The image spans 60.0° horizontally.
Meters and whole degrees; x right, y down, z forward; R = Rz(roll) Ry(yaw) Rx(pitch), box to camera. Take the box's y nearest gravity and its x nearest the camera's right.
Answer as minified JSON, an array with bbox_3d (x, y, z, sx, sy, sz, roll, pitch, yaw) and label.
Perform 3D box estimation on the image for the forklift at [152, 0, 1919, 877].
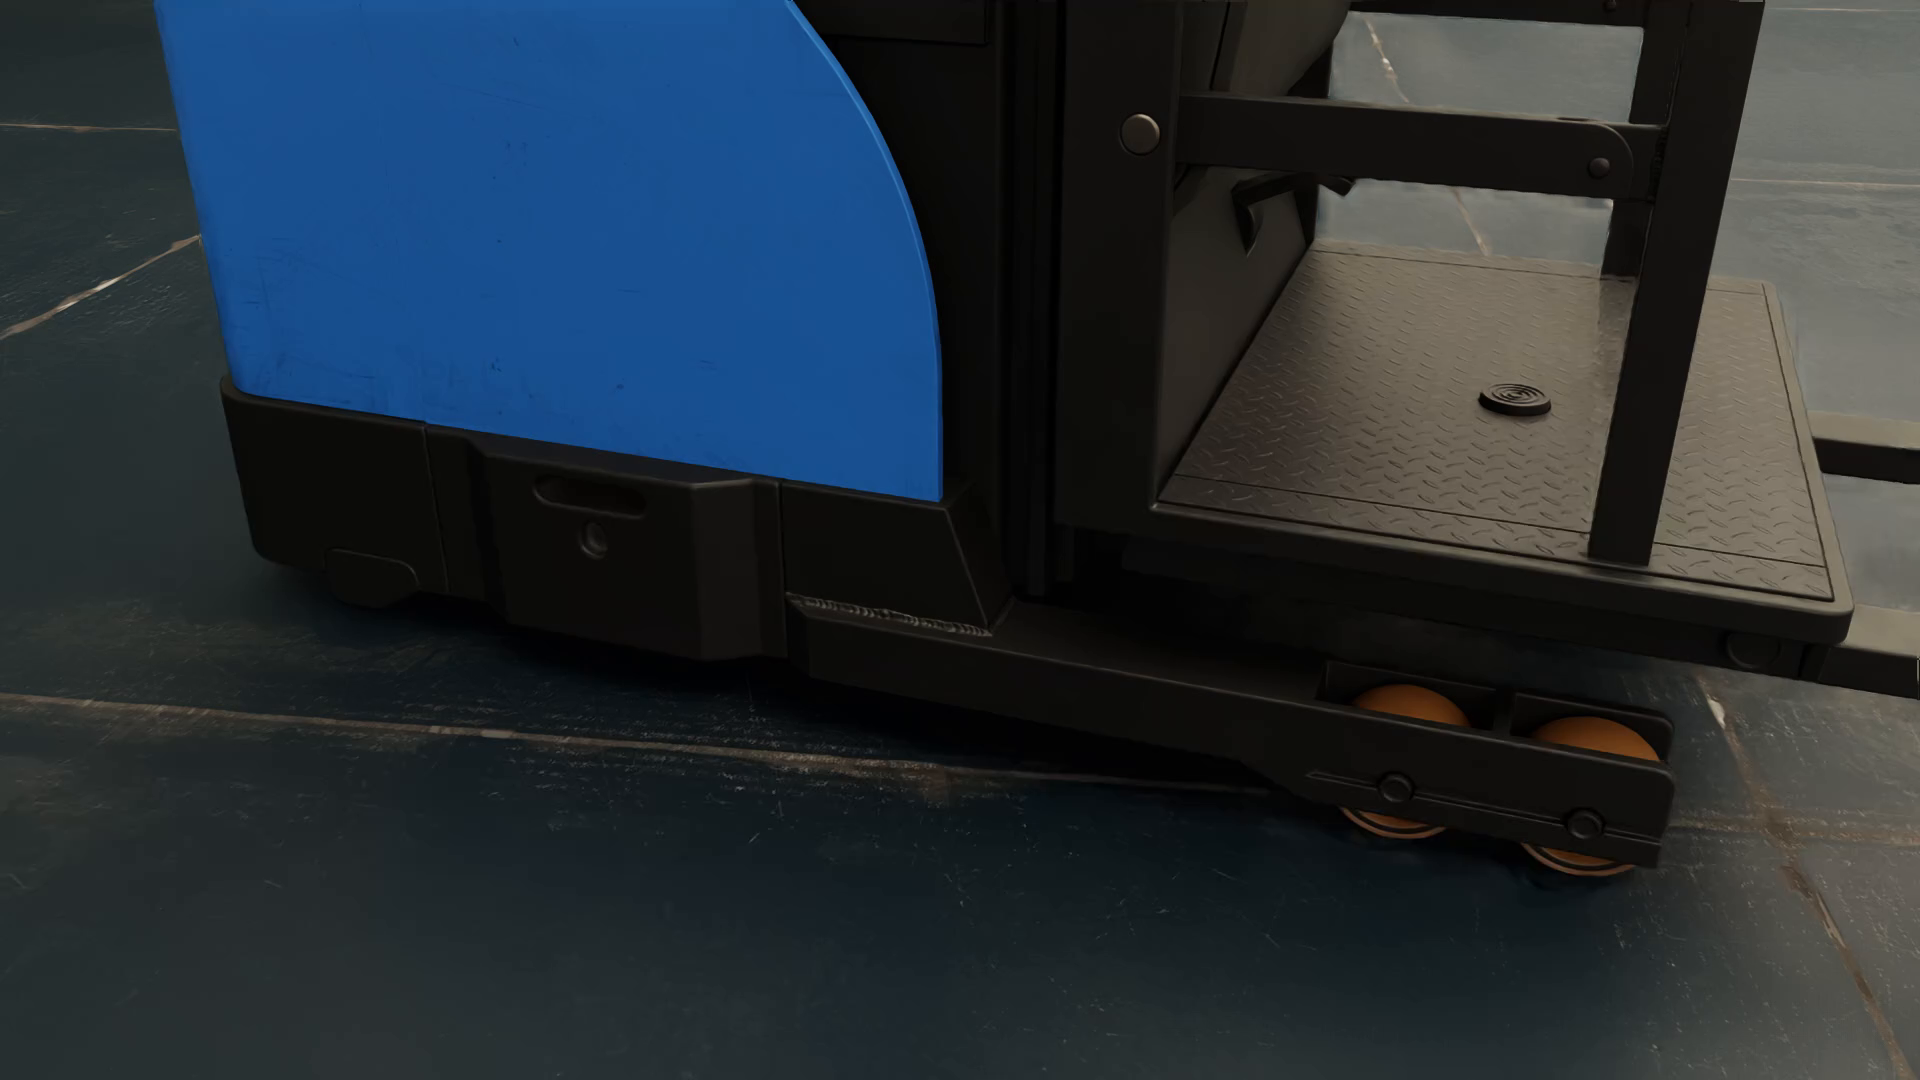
[{"bbox_3d":[0.575,-1.220,1.663,3.031,2.935,1.130,9,28,18],"label":"forklift"}]
